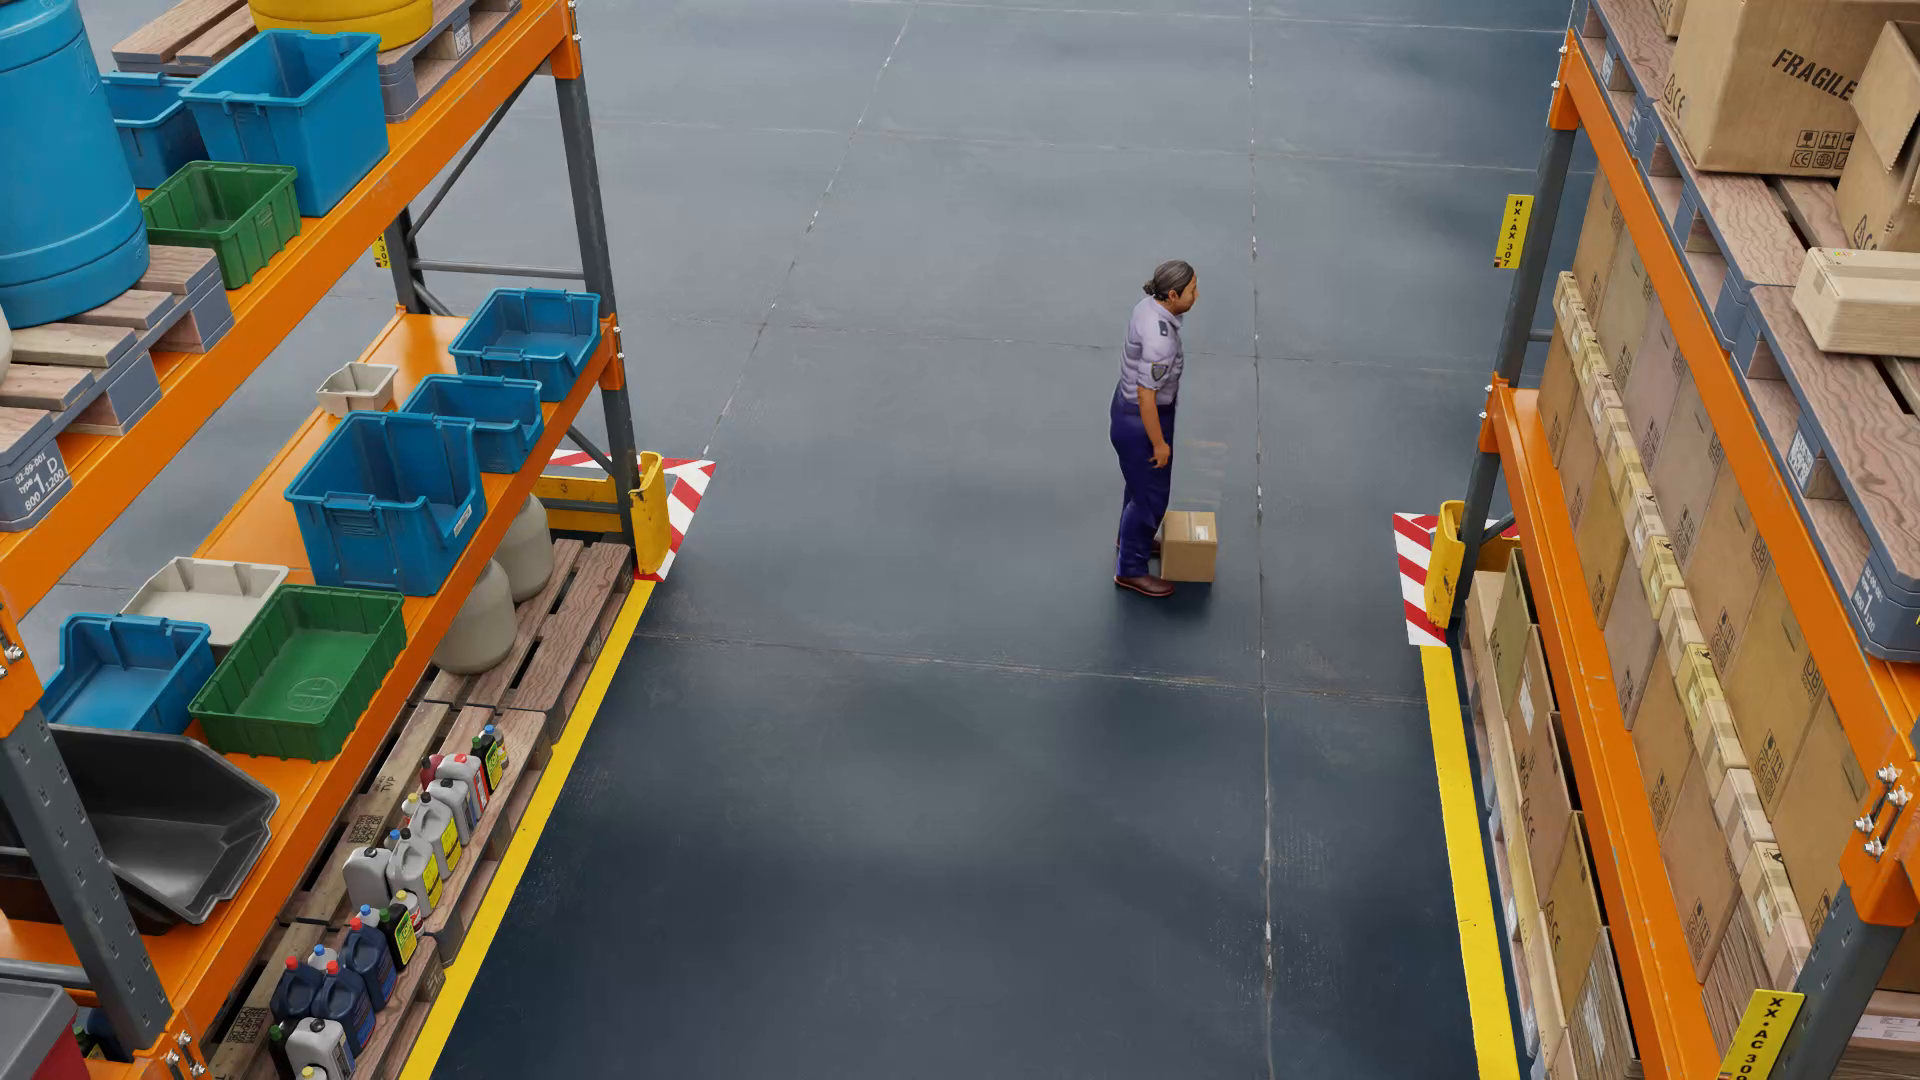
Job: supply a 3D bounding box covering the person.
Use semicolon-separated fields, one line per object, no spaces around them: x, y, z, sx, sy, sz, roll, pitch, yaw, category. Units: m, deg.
0.890;-0.545;7.795;0.370;1.640;0.563;3;36;4;person
